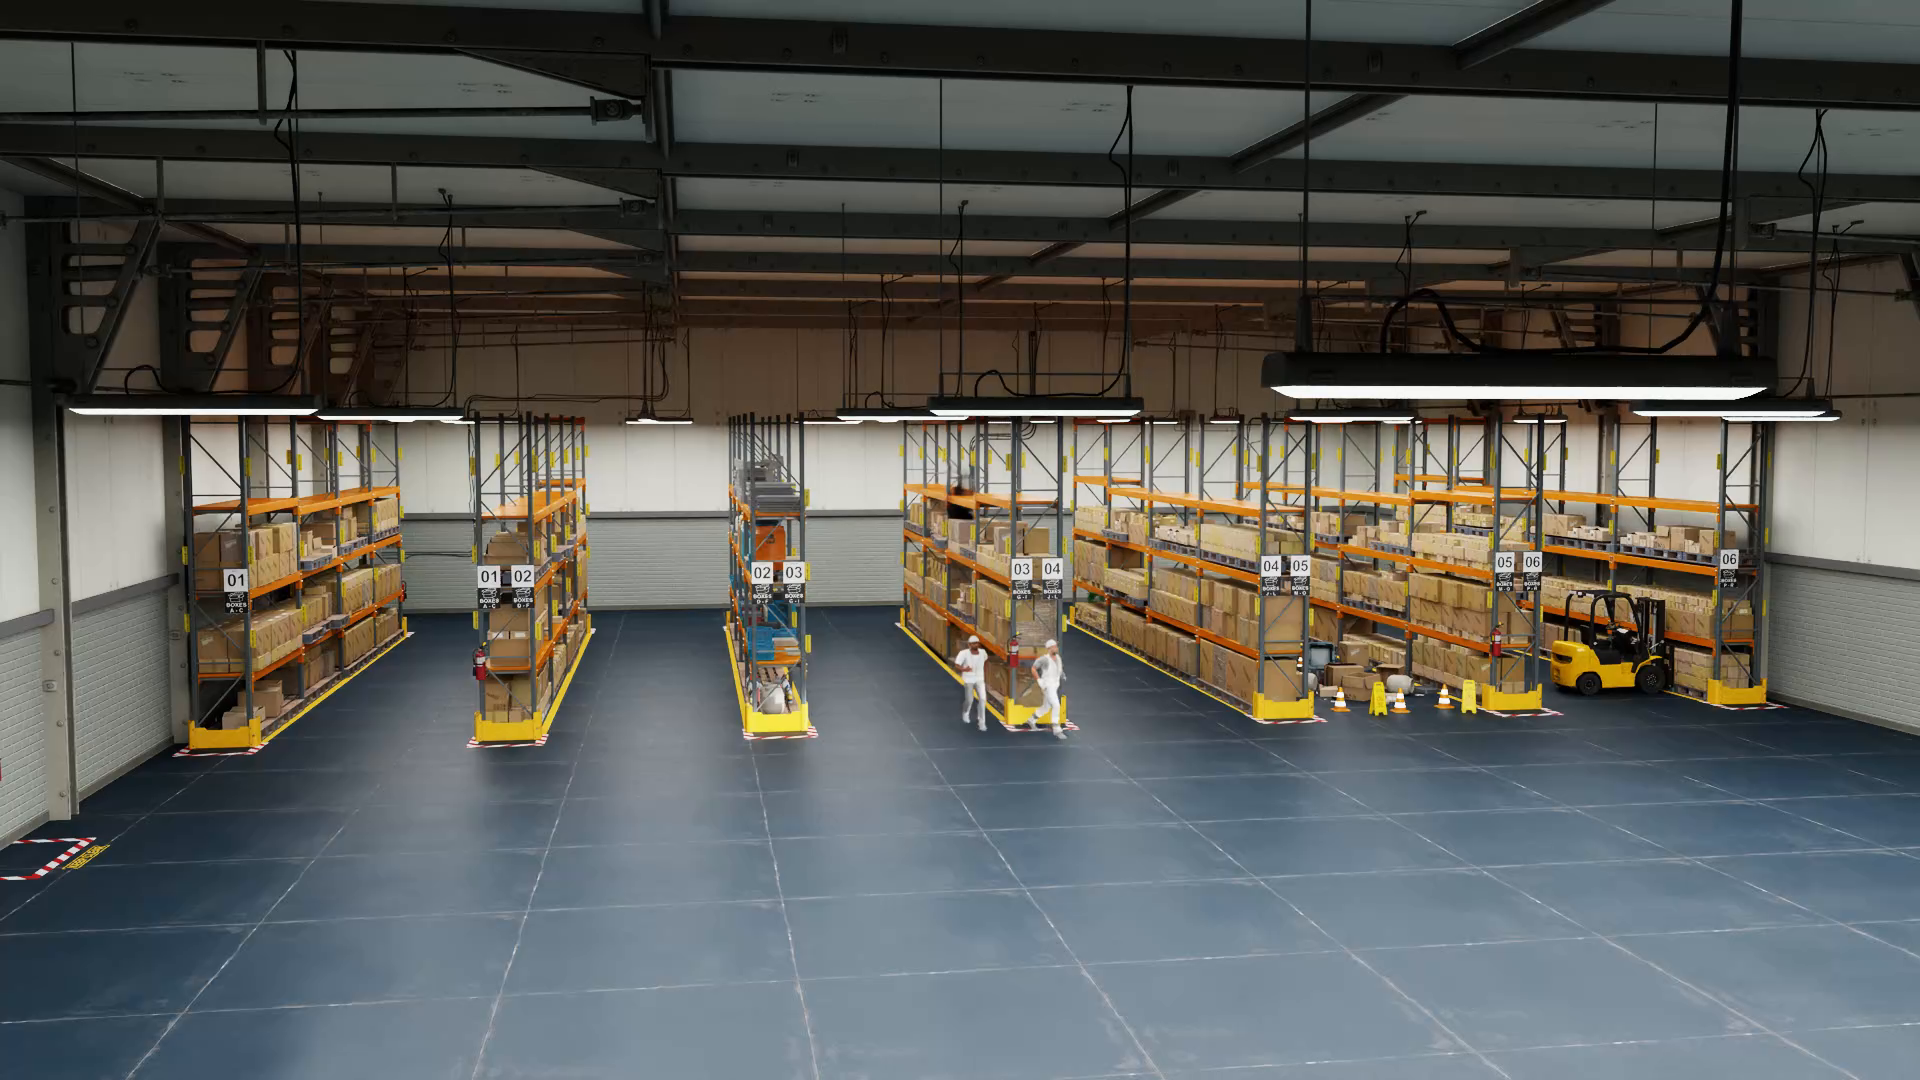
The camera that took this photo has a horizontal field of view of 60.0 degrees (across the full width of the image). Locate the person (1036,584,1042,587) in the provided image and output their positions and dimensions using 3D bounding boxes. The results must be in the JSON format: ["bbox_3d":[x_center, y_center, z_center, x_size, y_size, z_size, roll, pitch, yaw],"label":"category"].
[{"bbox_3d":[2.238,1.666,46.566,0.730,1.809,0.945,0,4,-6],"label":"person"}]

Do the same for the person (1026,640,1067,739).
[{"bbox_3d":[1.640,2.722,30.673,0.939,1.792,0.667,3,5,35],"label":"person"}]

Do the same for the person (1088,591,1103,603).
[{"bbox_3d":[4.146,1.457,49.979,0.670,1.786,0.717,3,5,35],"label":"person"}]

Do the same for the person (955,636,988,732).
[{"bbox_3d":[0.244,2.698,31.622,0.725,1.790,0.938,-1,4,-17],"label":"person"}]
